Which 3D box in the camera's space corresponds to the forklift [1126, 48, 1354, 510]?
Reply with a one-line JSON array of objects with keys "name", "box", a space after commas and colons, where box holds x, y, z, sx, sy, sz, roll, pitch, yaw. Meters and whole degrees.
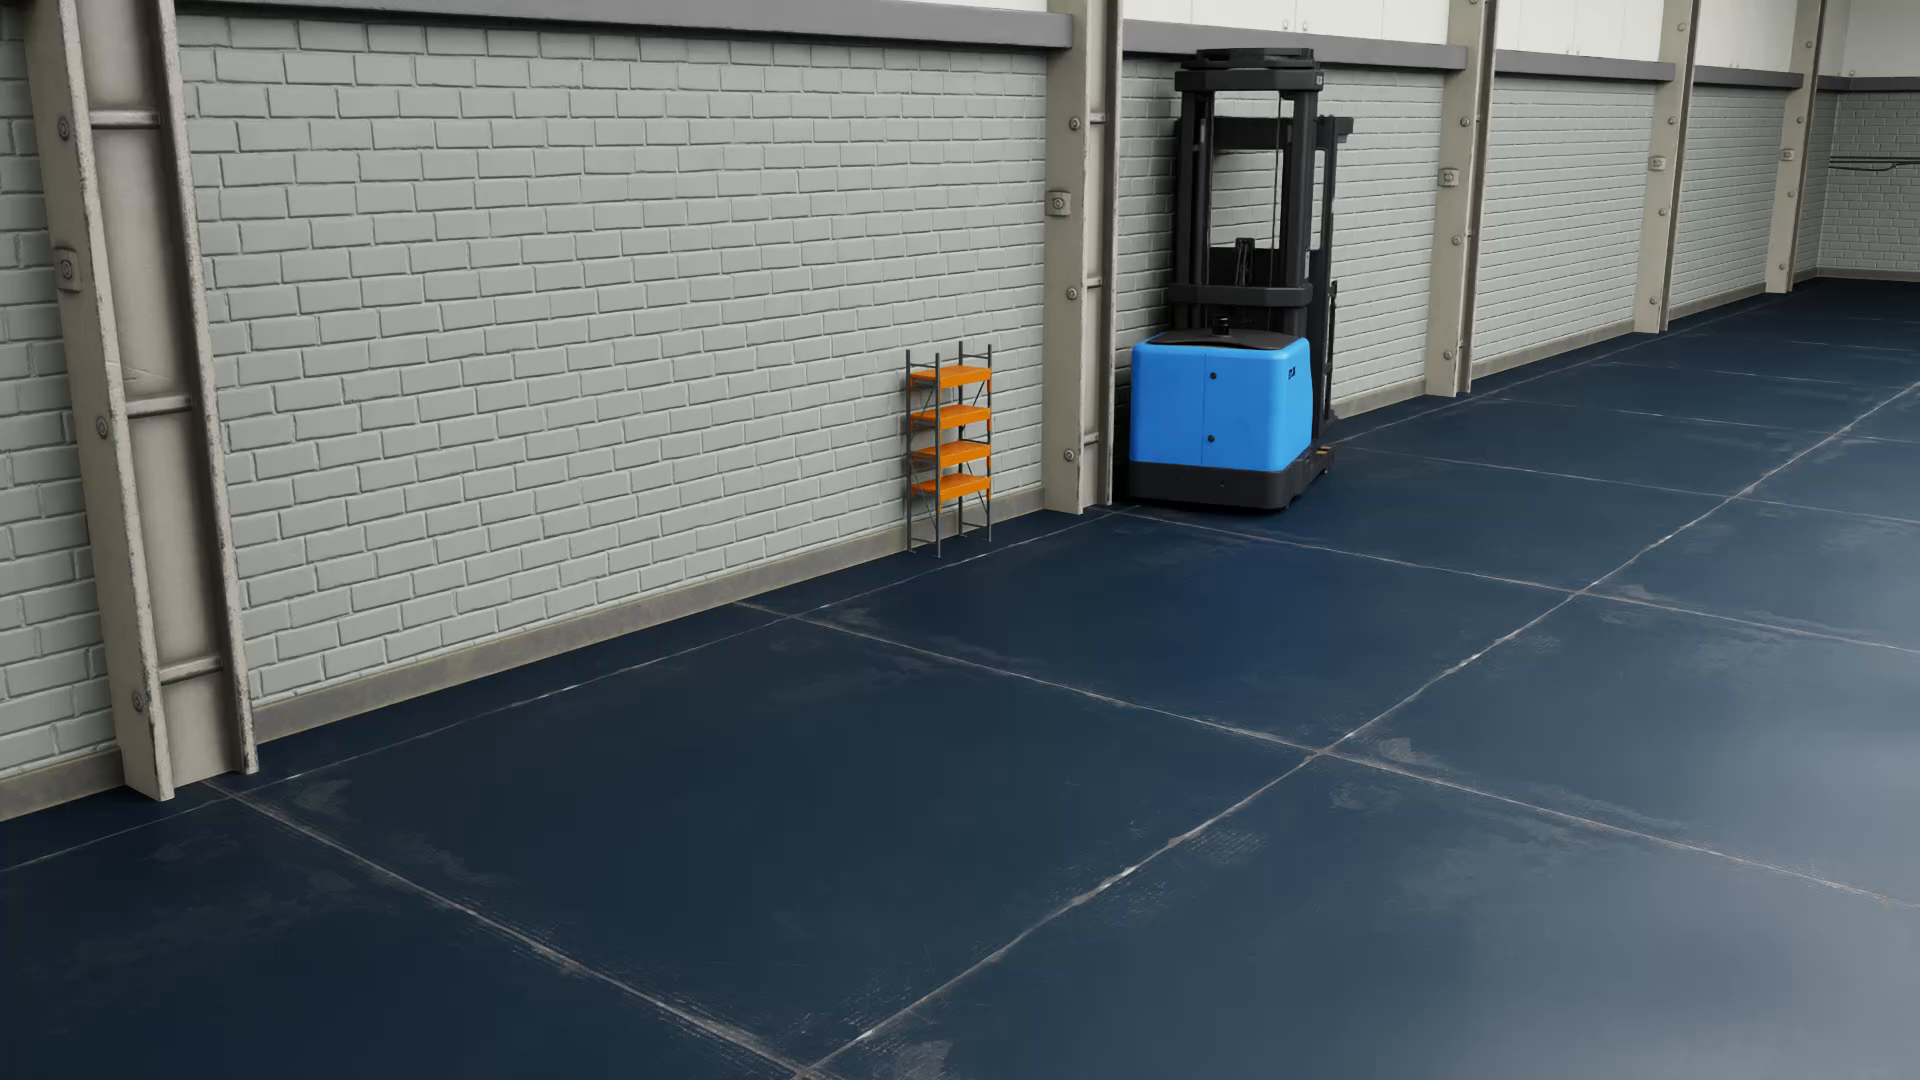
[{"name": "forklift", "box": [2.116, -1.936, 11.790, 1.130, 2.935, 3.031, 6, 15, 21]}]

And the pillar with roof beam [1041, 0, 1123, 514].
[{"name": "pillar with roof beam", "box": [4.119, -3.922, 7.284, 9.100, 9.000, 0.400, 11, 18, 38]}]

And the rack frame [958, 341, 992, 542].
[{"name": "rack frame", "box": [0.089, -0.589, 10.004, 0.240, 1.200, 0.015, 11, 18, 37]}]

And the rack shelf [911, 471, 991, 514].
[{"name": "rack shelf", "box": [-0.062, -0.285, 9.885, 0.258, 0.148, 0.480, 11, 18, 37]}]

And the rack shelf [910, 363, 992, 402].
[{"name": "rack shelf", "box": [-0.062, -0.923, 9.722, 0.258, 0.148, 0.480, 11, 18, 37]}]

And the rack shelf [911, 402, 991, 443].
[{"name": "rack shelf", "box": [-0.062, -0.694, 9.781, 0.258, 0.148, 0.480, 11, 18, 37]}]

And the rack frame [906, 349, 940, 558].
[{"name": "rack frame", "box": [-0.214, -0.495, 9.634, 0.240, 1.200, 0.015, 11, 18, 37]}]

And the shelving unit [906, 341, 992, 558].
[{"name": "shelving unit", "box": [-0.062, -0.542, 9.819, 0.258, 1.200, 0.503, 11, 18, 37]}]

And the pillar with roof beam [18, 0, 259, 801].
[{"name": "pillar with roof beam", "box": [0.348, -2.773, 2.761, 9.100, 9.000, 0.400, 11, 18, 38]}]

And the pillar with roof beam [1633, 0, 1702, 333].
[{"name": "pillar with roof beam", "box": [11.661, -6.220, 16.331, 9.100, 9.000, 0.400, 11, 18, 38]}]

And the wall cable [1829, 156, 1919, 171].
[{"name": "wall cable", "box": [14.964, -6.890, 25.274, 3.097, 2.526, 0.112, 11, 18, 38]}]

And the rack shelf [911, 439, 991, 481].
[{"name": "rack shelf", "box": [-0.062, -0.477, 9.836, 0.258, 0.148, 0.480, 11, 18, 37]}]

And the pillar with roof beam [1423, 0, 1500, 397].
[{"name": "pillar with roof beam", "box": [7.890, -5.071, 11.807, 9.100, 9.000, 0.400, 11, 18, 38]}]

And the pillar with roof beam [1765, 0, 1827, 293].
[{"name": "pillar with roof beam", "box": [15.432, -7.369, 20.854, 9.100, 9.000, 0.400, 11, 18, 38]}]
